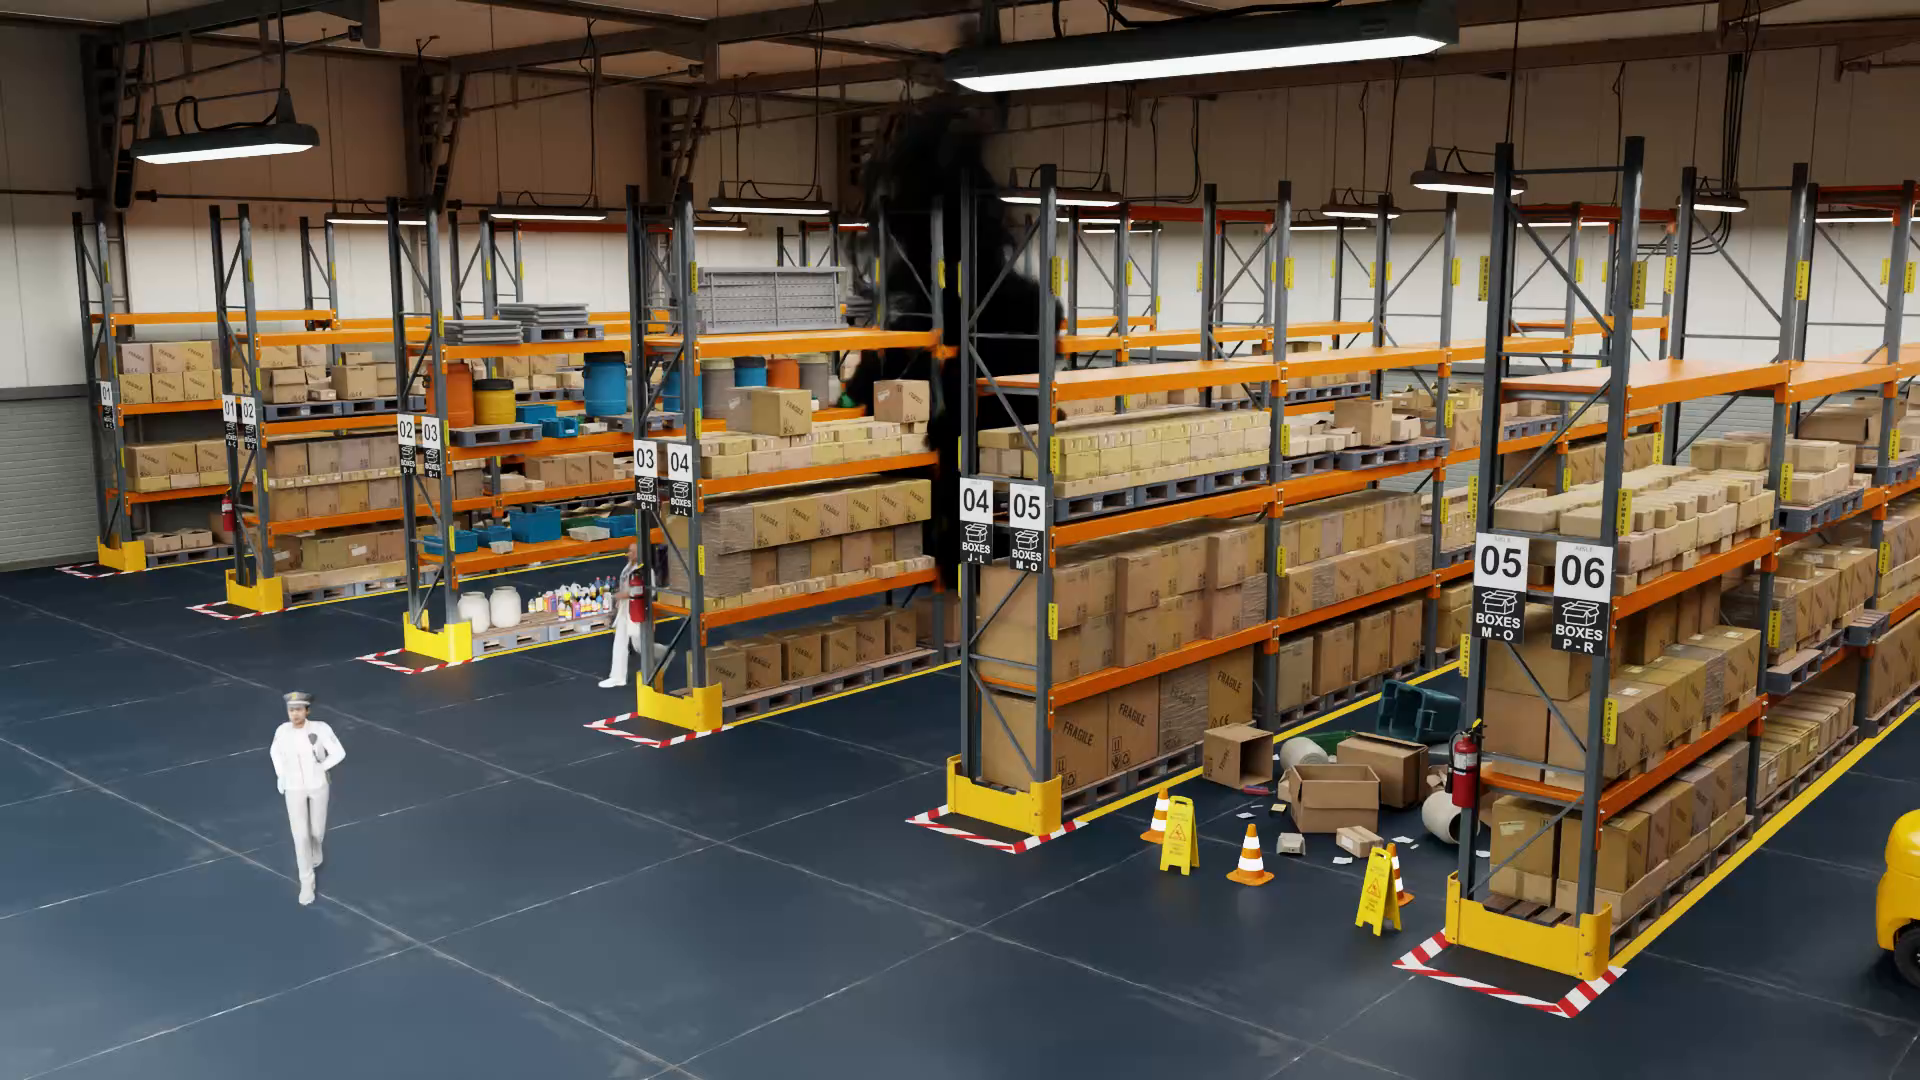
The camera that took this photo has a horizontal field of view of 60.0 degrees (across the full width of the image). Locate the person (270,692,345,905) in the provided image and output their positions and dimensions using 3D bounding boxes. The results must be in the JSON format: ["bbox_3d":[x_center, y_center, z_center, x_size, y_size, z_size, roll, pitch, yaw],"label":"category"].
[{"bbox_3d":[-5.406,2.065,13.813,0.603,1.710,0.861,-3,10,-15],"label":"person"}]

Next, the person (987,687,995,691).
[{"bbox_3d":[0.489,1.142,19.069,0.640,1.795,0.696,4,10,25],"label":"person"}]

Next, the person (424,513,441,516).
[{"bbox_3d":[-9.307,-0.619,29.392,0.654,1.762,0.969,9,13,42],"label":"person"}]

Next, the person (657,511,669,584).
[{"bbox_3d":[-4.627,-0.150,27.166,0.580,1.709,0.770,6,11,30],"label":"person"}]

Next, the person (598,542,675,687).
[{"bbox_3d":[-3.982,0.900,20.349,0.720,1.751,1.023,9,13,44],"label":"person"}]
